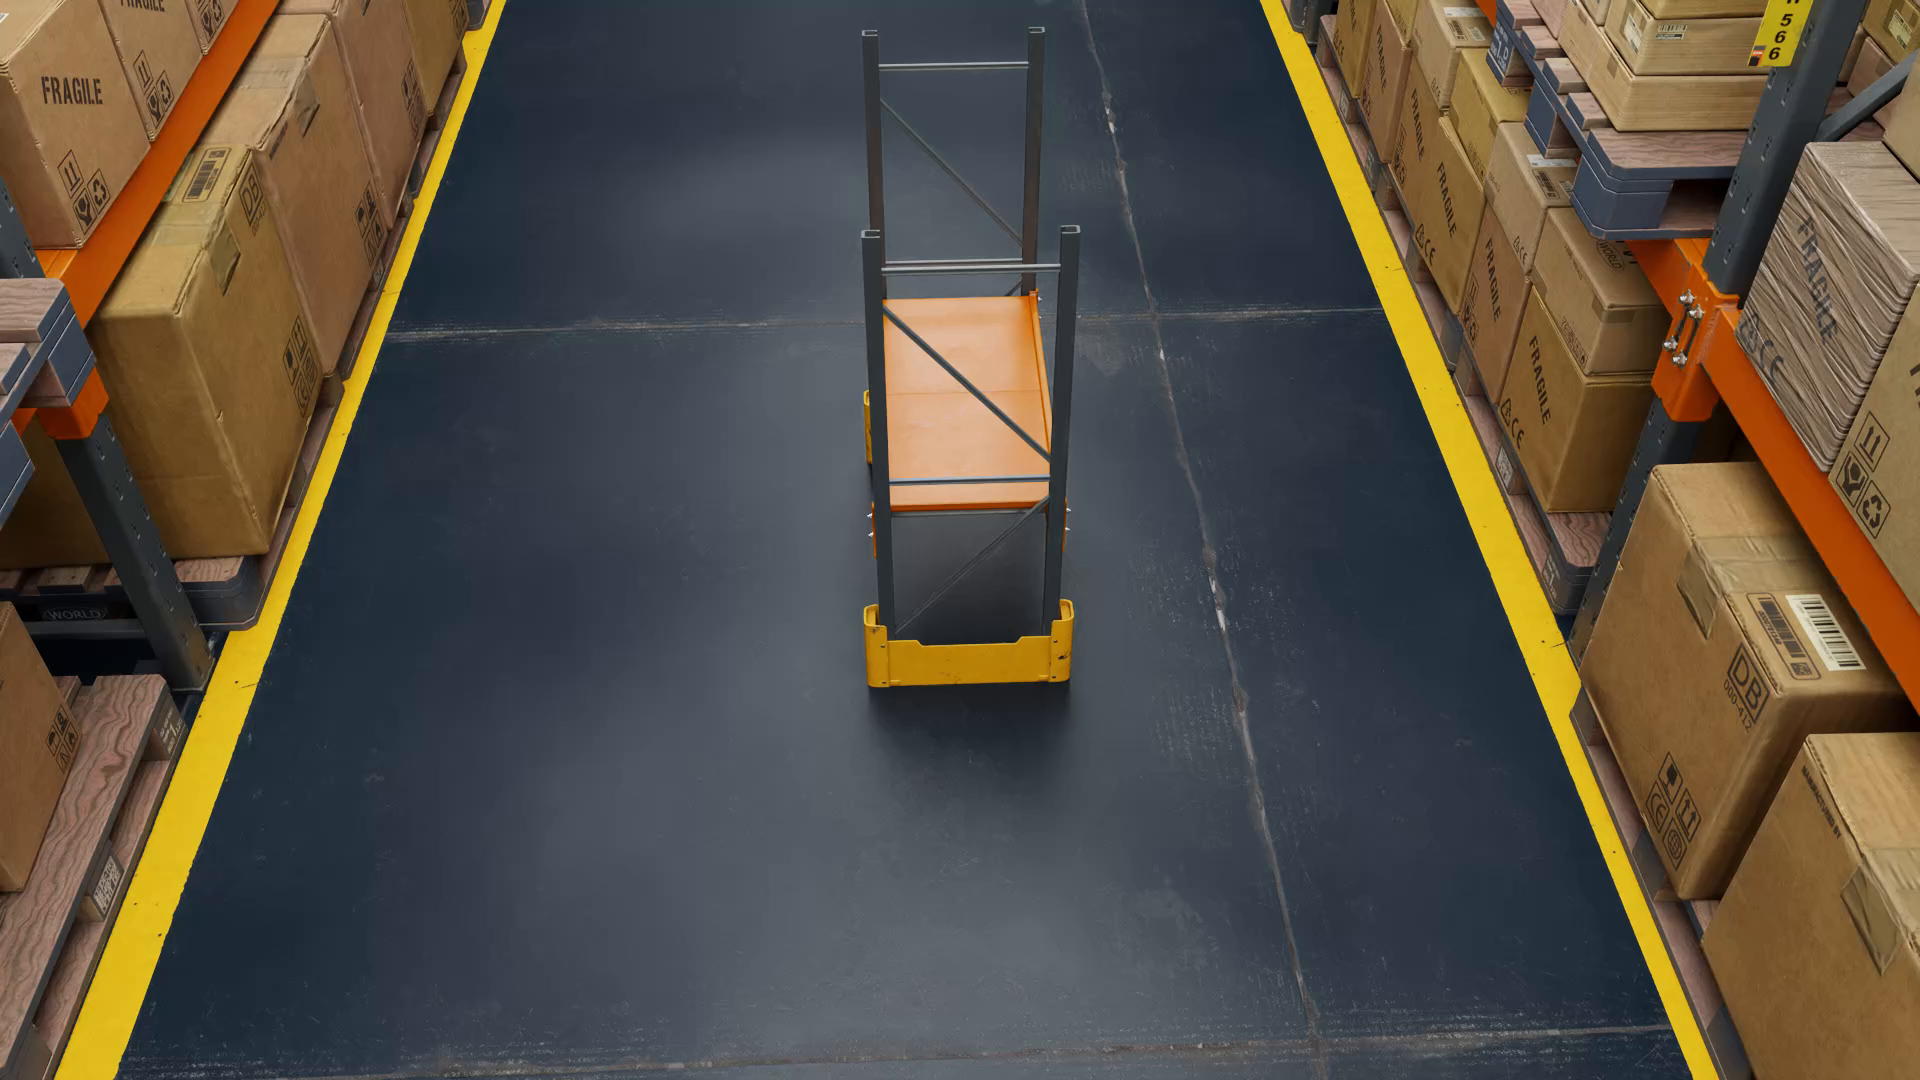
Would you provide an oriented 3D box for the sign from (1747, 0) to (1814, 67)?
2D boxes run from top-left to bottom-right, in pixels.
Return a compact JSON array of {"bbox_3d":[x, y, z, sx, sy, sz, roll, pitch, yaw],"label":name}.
[{"bbox_3d":[1.748,-1.143,3.479,0.100,0.325,0.005,-2,43,-2],"label":"sign"}]

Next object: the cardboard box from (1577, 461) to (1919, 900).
[{"bbox_3d":[2.226,0.321,4.034,1.050,0.750,0.750,-2,43,-2],"label":"cardboard box"}]

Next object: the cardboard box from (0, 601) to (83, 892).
[{"bbox_3d":[-2.622,0.518,3.990,0.700,0.500,0.500,-4,43,-4],"label":"cardboard box"}]

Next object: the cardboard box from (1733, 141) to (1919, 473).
[{"bbox_3d":[2.039,-0.493,3.494,0.500,0.500,0.500,-1,43,-1],"label":"cardboard box"}]

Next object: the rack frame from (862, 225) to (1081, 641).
[{"bbox_3d":[0.025,-0.152,4.306,0.500,1.500,0.032,-2,43,-2],"label":"rack frame"}]

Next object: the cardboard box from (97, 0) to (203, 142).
[{"bbox_3d":[-2.443,-1.414,4.499,0.500,0.500,0.500,-3,43,-3],"label":"cardboard box"}]

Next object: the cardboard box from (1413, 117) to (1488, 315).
[{"bbox_3d":[1.943,-1.145,5.818,0.500,0.500,0.500,-3,43,-4],"label":"cardboard box"}]

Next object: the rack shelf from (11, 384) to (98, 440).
[{"bbox_3d":[-2.585,0.922,2.556,1.077,0.370,4.000,-2,43,-2],"label":"rack shelf"}]

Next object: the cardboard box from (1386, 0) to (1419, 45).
[{"bbox_3d":[1.912,-2.112,6.318,0.500,0.250,0.500,-1,43,-1],"label":"cardboard box"}]

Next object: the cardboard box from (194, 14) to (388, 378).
[{"bbox_3d":[-2.709,-1.133,5.528,1.225,0.875,0.875,-2,43,-2],"label":"cardboard box"}]

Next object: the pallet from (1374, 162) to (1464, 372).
[{"bbox_3d":[2.209,-1.089,6.281,1.003,0.211,1.213,-2,43,-2],"label":"pallet"}]

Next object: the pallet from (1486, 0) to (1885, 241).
[{"bbox_3d":[2.153,-1.175,4.454,1.213,0.211,1.003,-2,43,-2],"label":"pallet"}]

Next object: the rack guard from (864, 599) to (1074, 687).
[{"bbox_3d":[0.024,0.296,4.743,0.587,0.250,0.087,-2,43,-2],"label":"rack guard"}]

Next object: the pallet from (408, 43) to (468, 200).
[{"bbox_3d":[-2.732,-1.847,7.109,1.003,0.211,1.213,-2,43,-2],"label":"pallet"}]

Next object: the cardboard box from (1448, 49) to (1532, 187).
[{"bbox_3d":[1.960,-1.415,5.559,0.500,0.250,0.500,-1,43,-1],"label":"cardboard box"}]

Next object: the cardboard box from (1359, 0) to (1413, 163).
[{"bbox_3d":[1.910,-1.837,6.574,0.500,0.500,0.500,0,43,0],"label":"cardboard box"}]

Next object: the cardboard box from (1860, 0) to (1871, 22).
[{"bbox_3d":[2.456,-1.454,4.272,0.380,0.149,0.250,0,43,0],"label":"cardboard box"}]

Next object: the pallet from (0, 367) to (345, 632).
[{"bbox_3d":[-2.628,-0.200,5.312,1.003,0.211,1.213,-2,43,-2],"label":"pallet"}]

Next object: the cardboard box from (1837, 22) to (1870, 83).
[{"bbox_3d":[2.461,-1.319,4.344,0.380,0.149,0.250,0,43,0],"label":"cardboard box"}]

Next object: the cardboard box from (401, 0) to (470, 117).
[{"bbox_3d":[-2.793,-2.334,6.838,1.225,0.875,0.875,-2,43,-2],"label":"cardboard box"}]

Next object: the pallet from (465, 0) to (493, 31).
[{"bbox_3d":[-2.794,-2.881,8.237,1.003,0.211,1.213,-2,43,-2],"label":"pallet"}]

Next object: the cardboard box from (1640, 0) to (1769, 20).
[{"bbox_3d":[1.811,-1.367,3.956,0.380,0.149,0.250,-3,43,-3],"label":"cardboard box"}]

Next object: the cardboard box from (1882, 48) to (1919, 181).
[{"bbox_3d":[2.299,-0.869,3.165,0.700,0.500,0.500,-2,43,-2],"label":"cardboard box"}]

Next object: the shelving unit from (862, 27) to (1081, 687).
[{"bbox_3d":[0.003,-0.501,4.687,0.587,1.500,1.083,-2,43,-2],"label":"shelving unit"}]

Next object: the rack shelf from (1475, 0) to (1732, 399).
[{"bbox_3d":[2.205,-1.852,5.583,1.077,0.370,4.000,-2,43,-2],"label":"rack shelf"}]

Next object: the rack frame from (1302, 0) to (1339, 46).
[{"bbox_3d":[2.120,-3.468,6.813,1.000,3.000,0.127,-2,43,-2],"label":"rack frame"}]

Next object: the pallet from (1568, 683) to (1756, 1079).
[{"bbox_3d":[2.248,0.795,4.226,1.003,0.211,1.213,-2,43,-2],"label":"pallet"}]

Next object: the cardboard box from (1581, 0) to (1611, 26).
[{"bbox_3d":[1.801,-1.440,4.256,0.380,0.149,0.250,0,43,0],"label":"cardboard box"}]

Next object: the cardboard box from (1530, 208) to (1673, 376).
[{"bbox_3d":[1.999,-0.731,4.812,0.500,0.250,0.500,-3,43,-3],"label":"cardboard box"}]

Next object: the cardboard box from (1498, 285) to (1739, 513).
[{"bbox_3d":[2.000,-0.437,5.046,0.500,0.500,0.500,-2,43,-2],"label":"cardboard box"}]

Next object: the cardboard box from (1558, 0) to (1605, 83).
[{"bbox_3d":[1.801,-1.317,4.342,0.380,0.149,0.250,-2,43,-2],"label":"cardboard box"}]
